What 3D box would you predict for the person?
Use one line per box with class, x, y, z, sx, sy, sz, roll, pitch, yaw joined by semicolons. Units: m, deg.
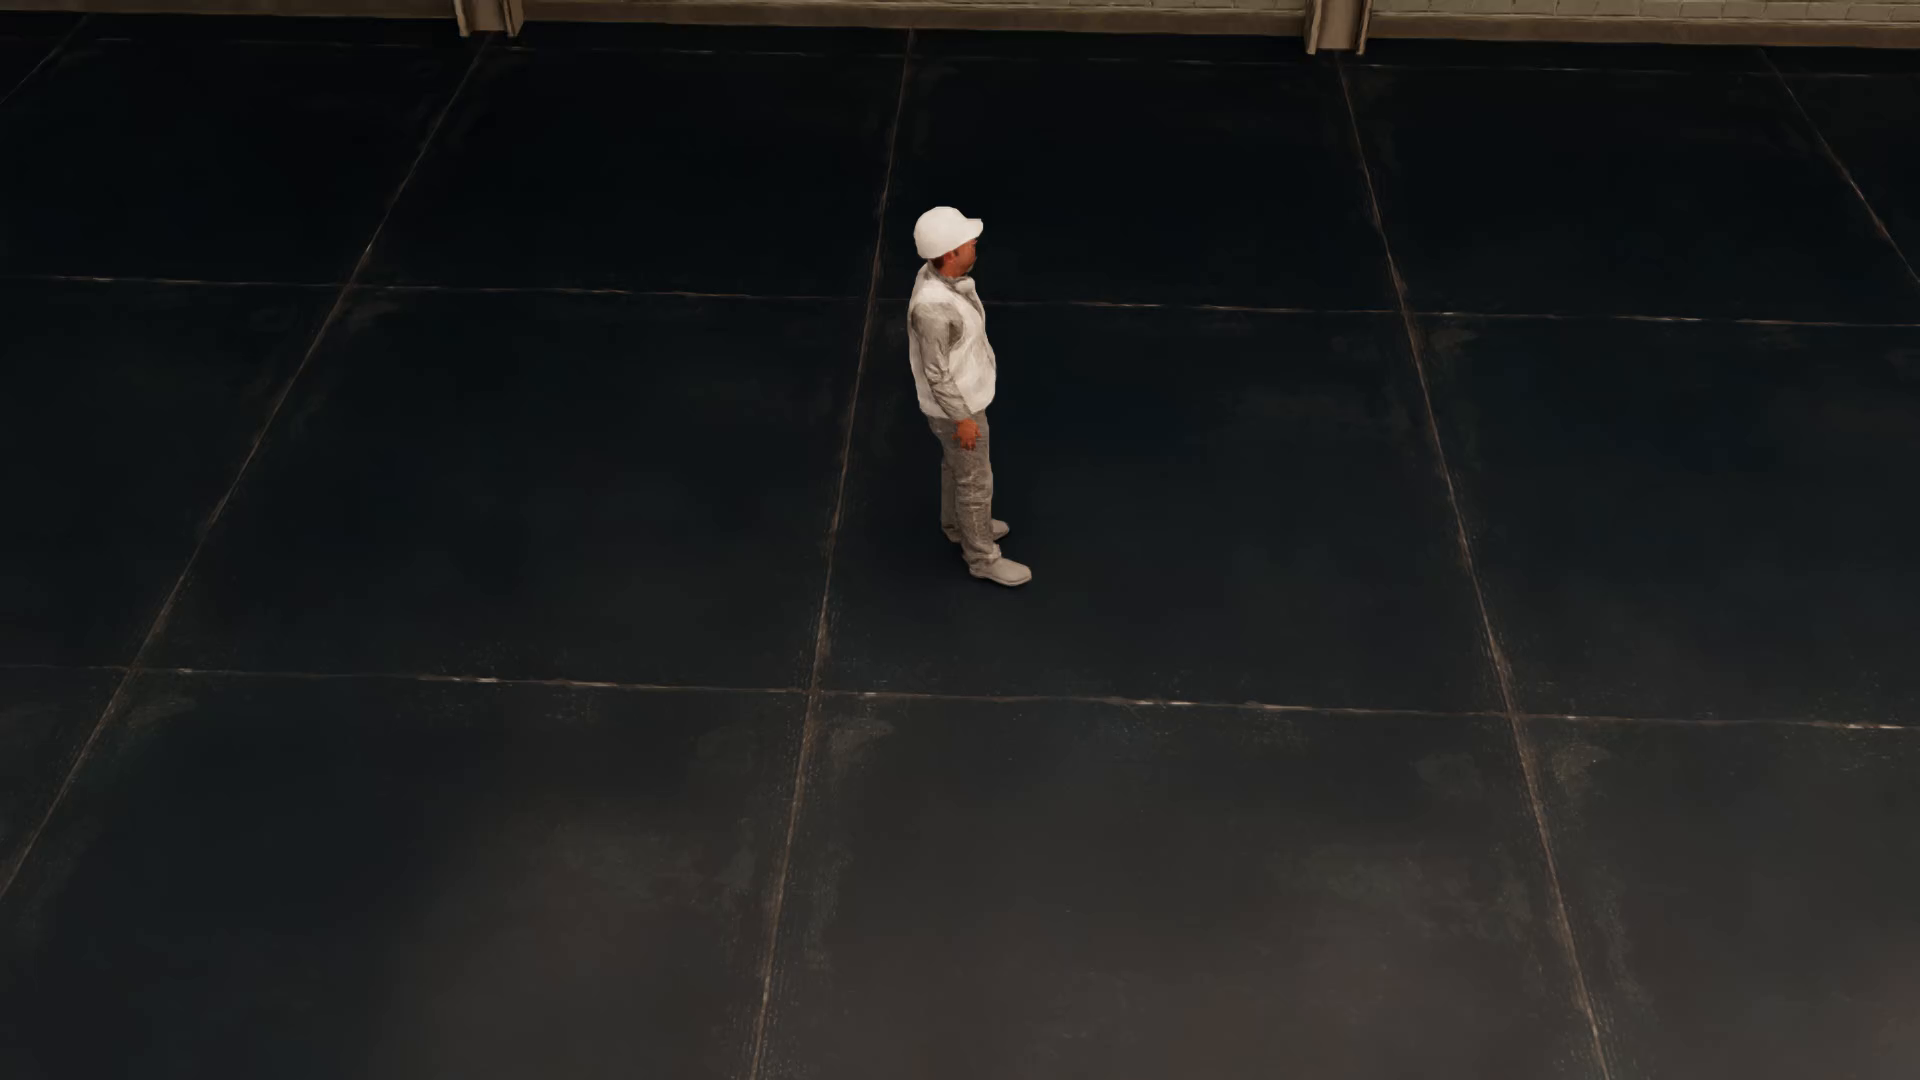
person;0.062;-0.653;7.305;0.567;1.773;0.632;2;42;2
